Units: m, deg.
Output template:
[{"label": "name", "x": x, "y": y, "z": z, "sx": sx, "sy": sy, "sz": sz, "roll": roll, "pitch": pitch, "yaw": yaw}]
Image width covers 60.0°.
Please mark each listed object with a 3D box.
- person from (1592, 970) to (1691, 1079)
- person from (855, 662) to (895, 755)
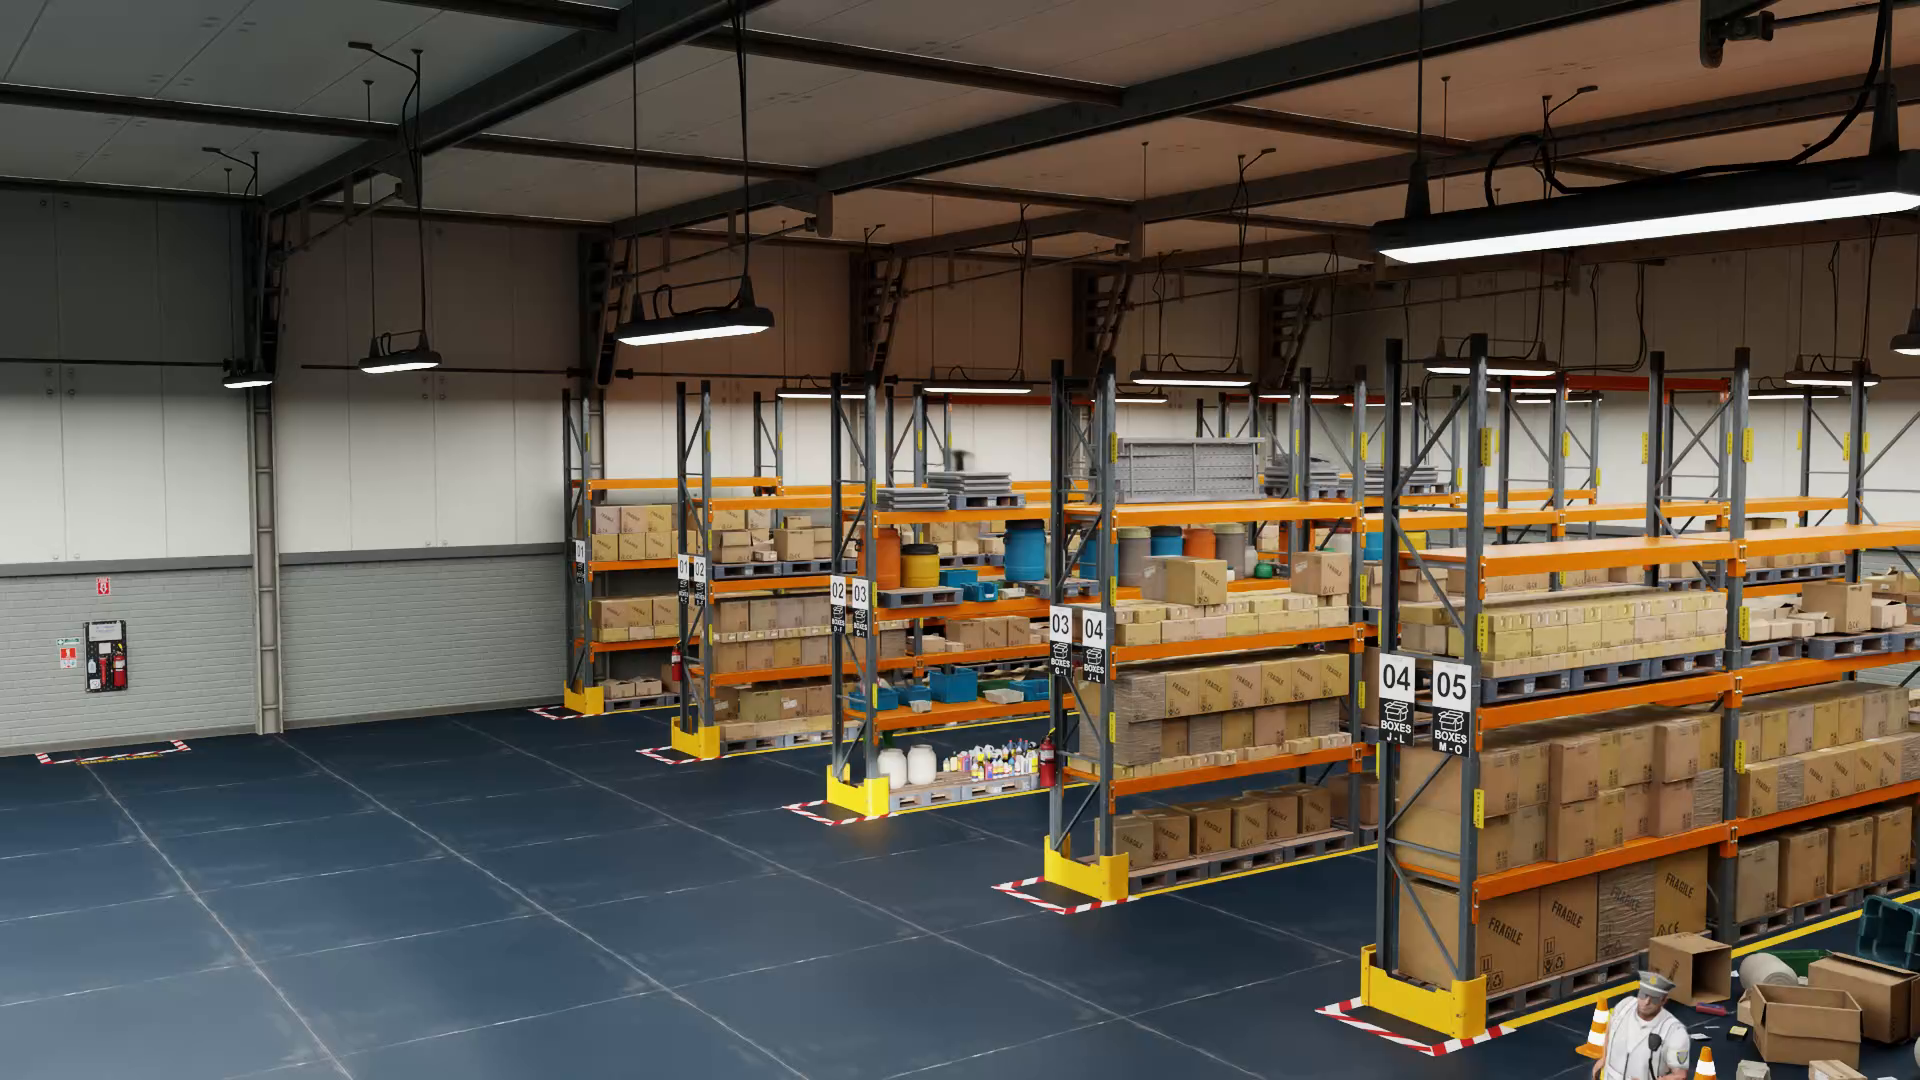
[{"label": "person", "x": 4.334, "y": 3.593, "z": 10.869, "sx": 0.758, "sy": 1.681, "sz": 0.836, "roll": -4, "pitch": 5, "yaw": -44}, {"label": "person", "x": -1.290, "y": 2.705, "z": 25.327, "sx": 0.672, "sy": 1.733, "sz": 0.800, "roll": 0, "pitch": 4, "yaw": 4}]
